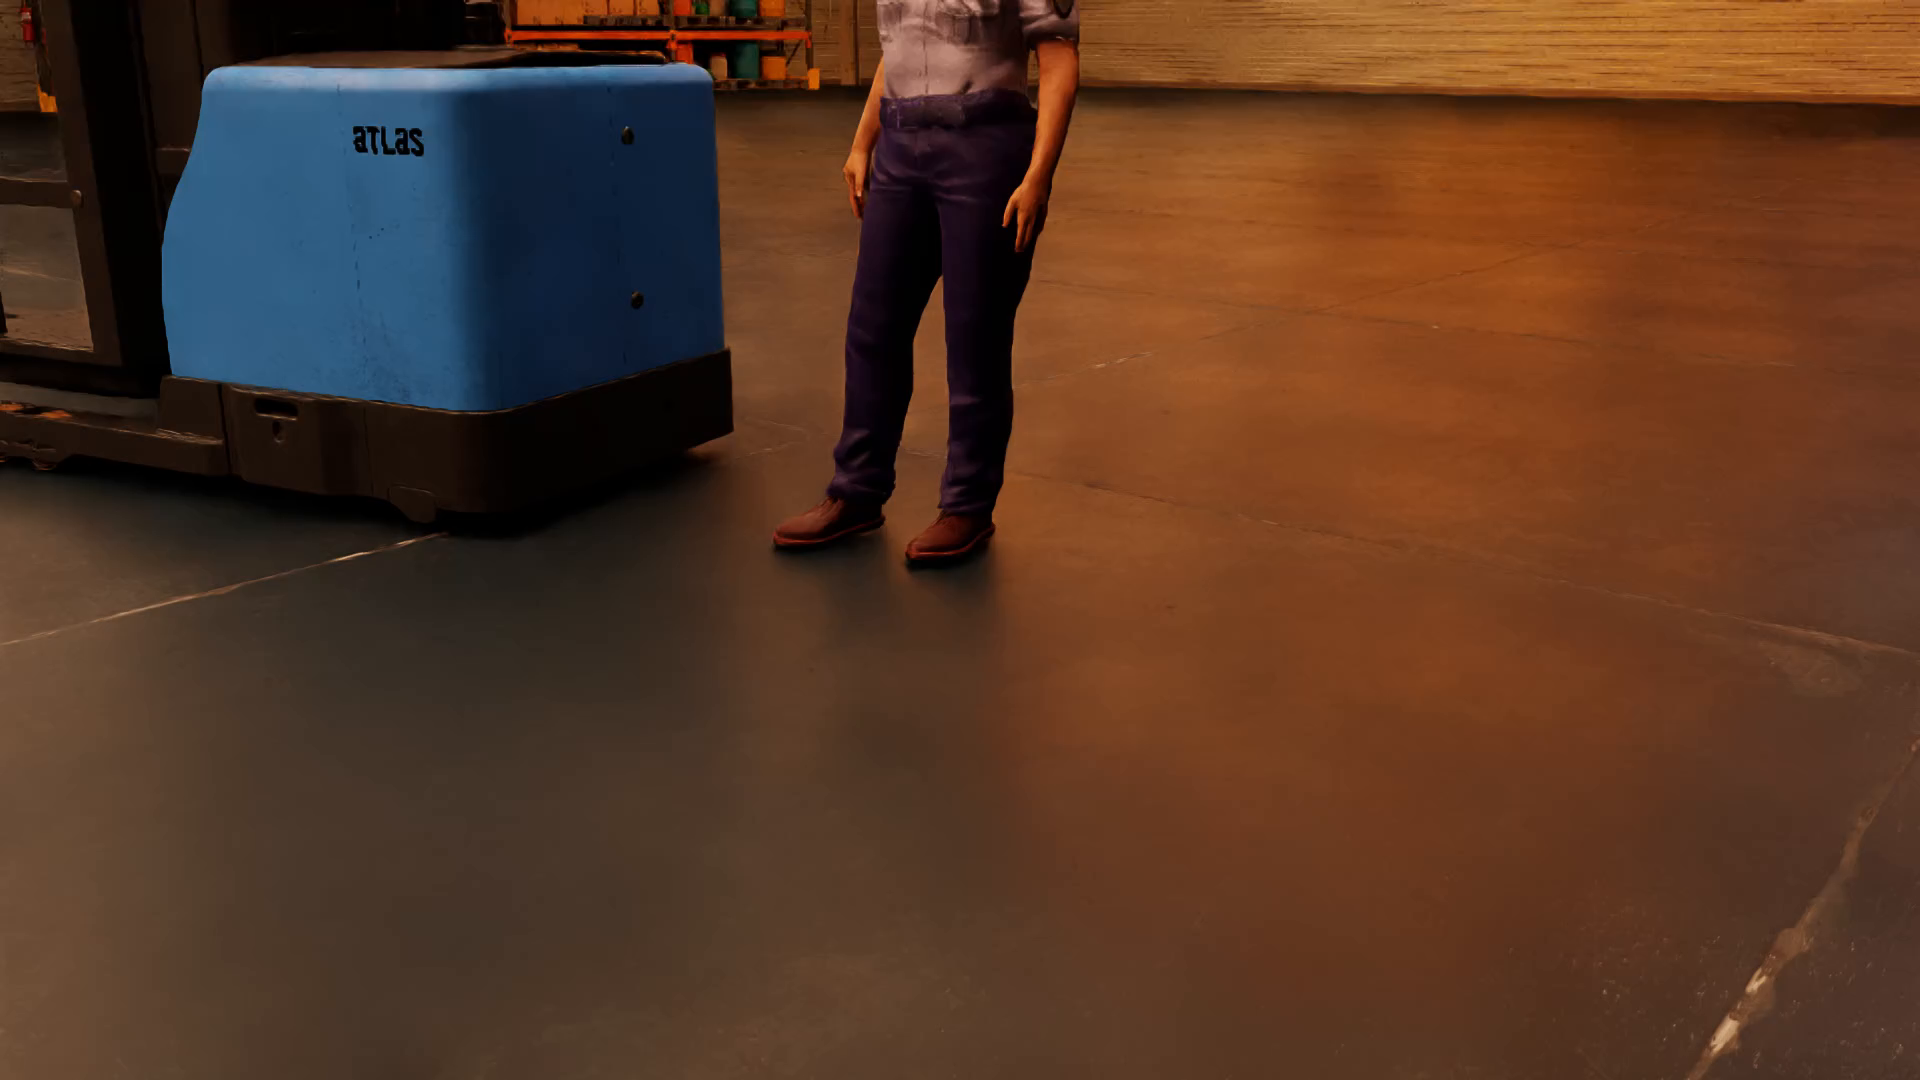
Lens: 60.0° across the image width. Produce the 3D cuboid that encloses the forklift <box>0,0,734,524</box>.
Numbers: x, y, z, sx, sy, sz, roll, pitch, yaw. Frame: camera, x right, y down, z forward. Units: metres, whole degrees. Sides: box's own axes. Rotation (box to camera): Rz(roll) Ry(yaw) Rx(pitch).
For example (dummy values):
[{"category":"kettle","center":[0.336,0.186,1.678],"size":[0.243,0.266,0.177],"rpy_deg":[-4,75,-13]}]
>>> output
[{"category":"forklift","center":[-2.193,-1.719,4.559],"size":[3.031,2.935,1.130],"rpy_deg":[8,19,26]}]

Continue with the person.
[{"category":"person","center":[-0.075,-0.779,3.648],"size":[0.599,1.650,0.502],"rpy_deg":[13,21,37]}]
